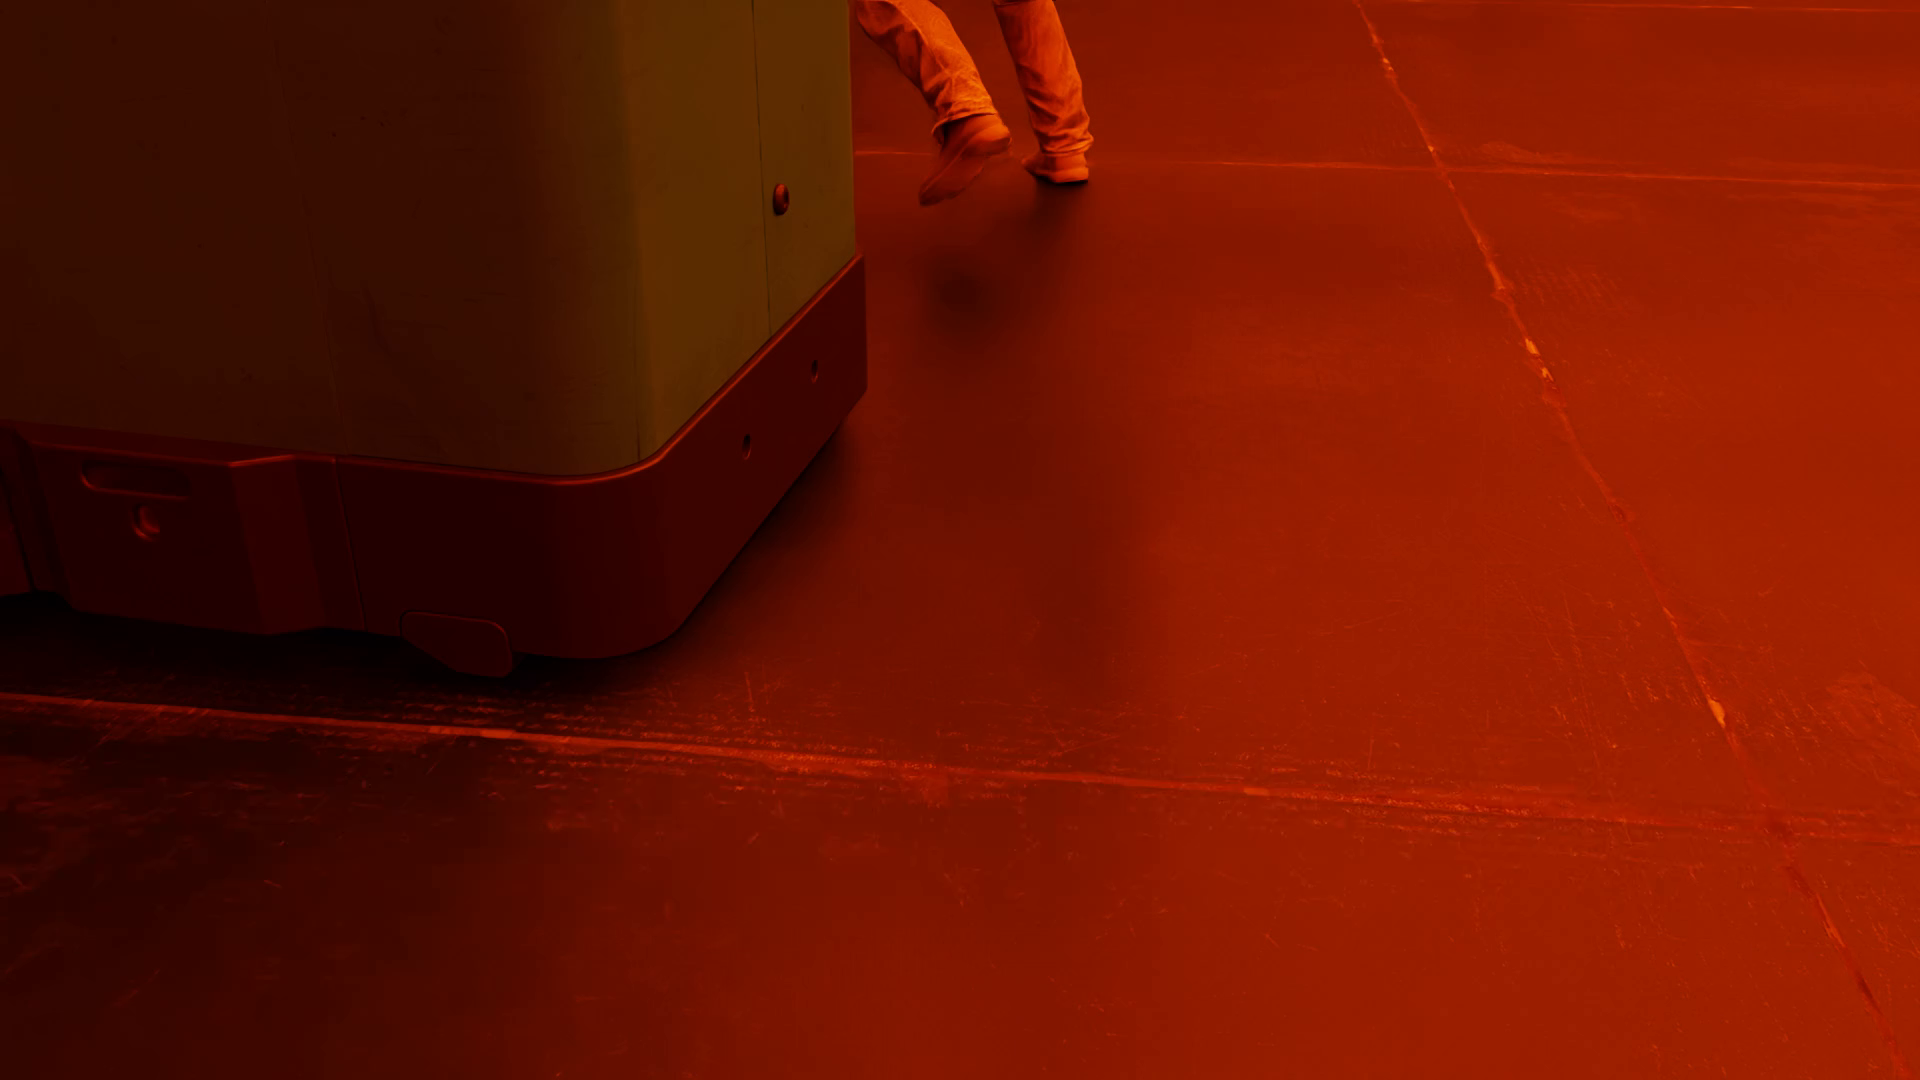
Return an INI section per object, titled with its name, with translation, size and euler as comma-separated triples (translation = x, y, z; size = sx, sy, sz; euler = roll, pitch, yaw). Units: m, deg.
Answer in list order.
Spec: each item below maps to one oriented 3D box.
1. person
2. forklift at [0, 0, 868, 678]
[person]
translation = 0.156, -1.612, 3.944
size = 0.510, 1.653, 1.121
euler = 19, 32, 33
[forklift]
translation = -1.732, -1.475, 2.173
size = 3.031, 2.935, 1.130
euler = 6, 27, 12
